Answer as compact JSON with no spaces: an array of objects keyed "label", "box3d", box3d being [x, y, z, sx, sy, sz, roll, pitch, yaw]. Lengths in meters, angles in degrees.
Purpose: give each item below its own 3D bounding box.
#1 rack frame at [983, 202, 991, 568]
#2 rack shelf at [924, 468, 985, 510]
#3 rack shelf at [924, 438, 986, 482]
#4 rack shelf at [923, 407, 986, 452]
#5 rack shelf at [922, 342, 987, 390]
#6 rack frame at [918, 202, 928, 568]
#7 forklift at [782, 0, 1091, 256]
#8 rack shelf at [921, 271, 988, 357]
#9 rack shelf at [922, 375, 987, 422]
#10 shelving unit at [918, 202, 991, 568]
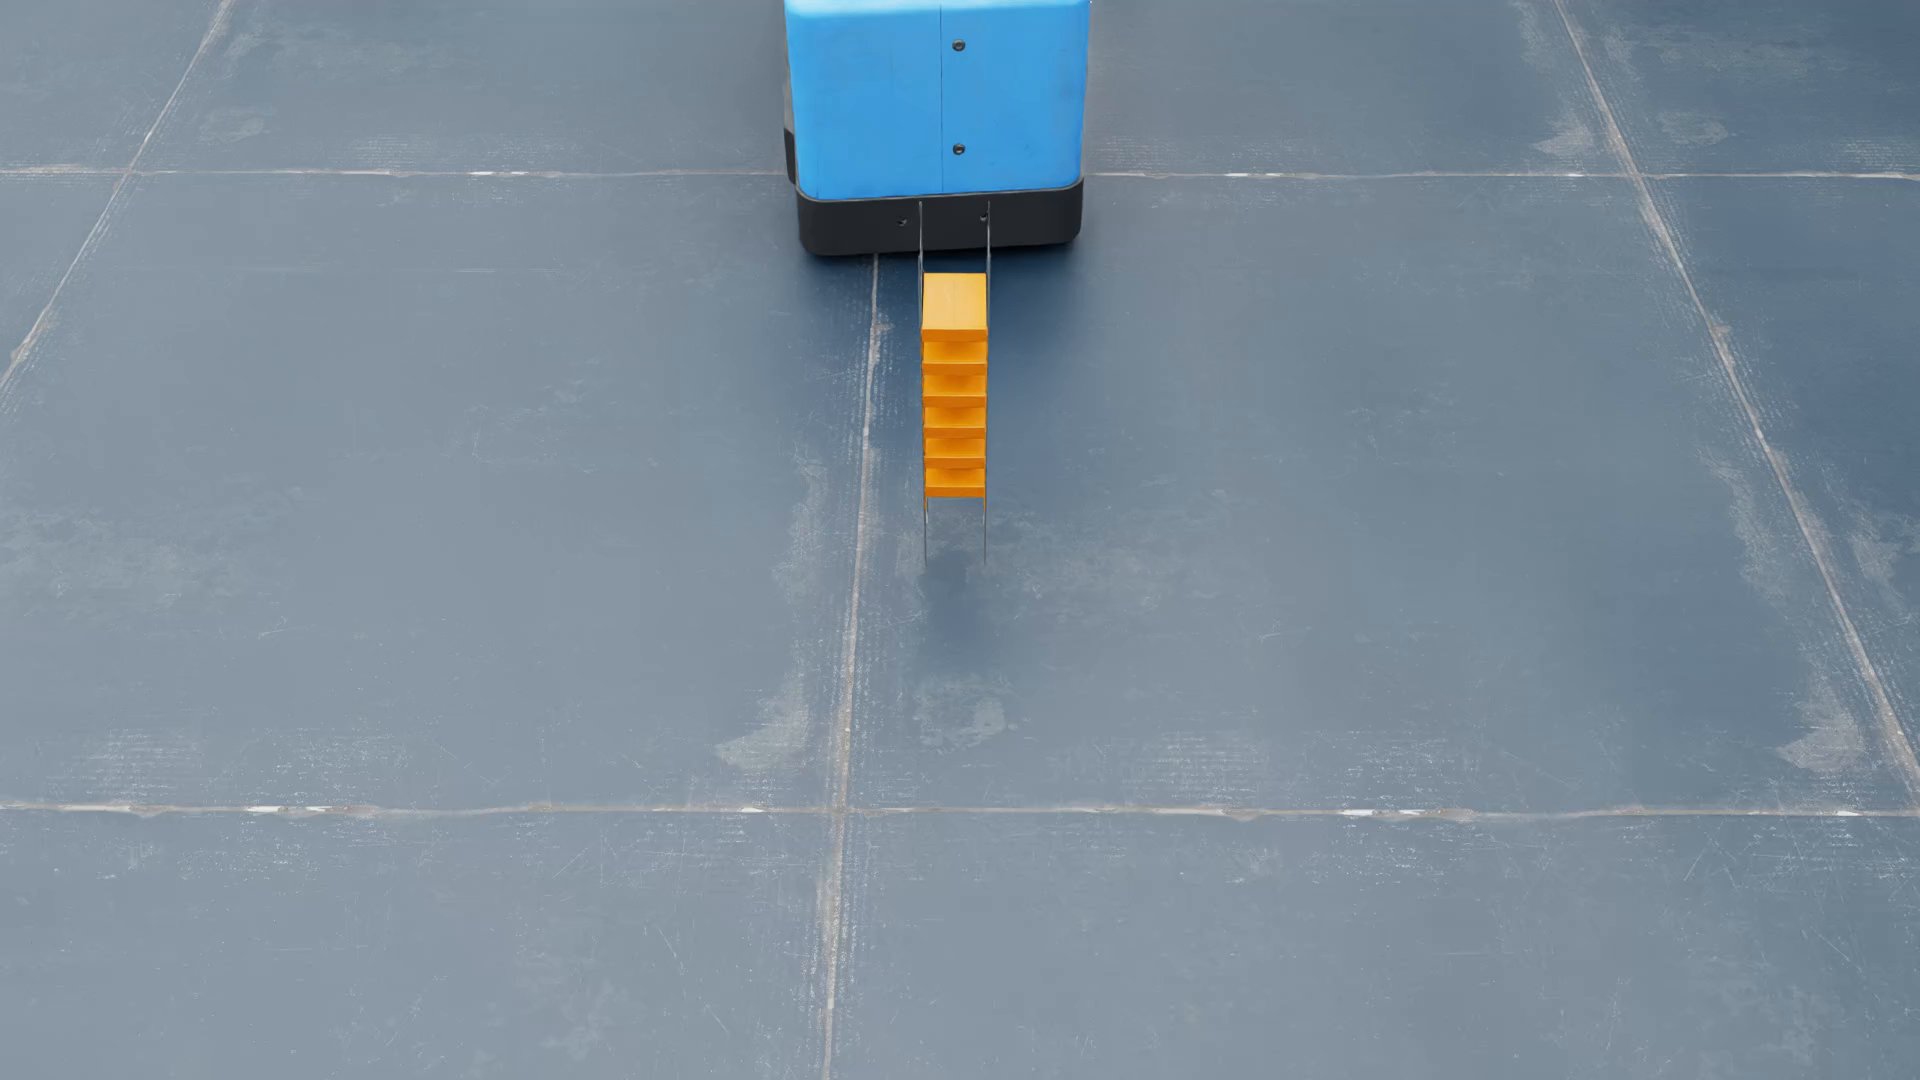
[{"label":"rack frame","box3d":[0.077,-0.409,4.811,0.006,1.200,0.240,0,47,0]},{"label":"rack shelf","box3d":[-0.014,-0.215,5.019,0.180,0.103,0.258,0,47,0]},{"label":"rack shelf","box3d":[-0.014,-0.297,4.931,0.180,0.103,0.258,0,47,0]},{"label":"rack shelf","box3d":[-0.014,-0.379,4.843,0.180,0.103,0.258,0,47,0]},{"label":"rack shelf","box3d":[-0.014,-0.542,4.668,0.180,0.103,0.258,0,47,0]},{"label":"rack frame","box3d":[-0.106,-0.409,4.811,0.006,1.200,0.240,0,47,0]},{"label":"forklift","box3d":[-0.193,-3.127,6.158,1.130,2.935,3.031,-4,47,-3]},{"label":"rack shelf","box3d":[-0.014,-0.624,4.580,0.180,0.103,0.258,0,47,0]},{"label":"rack shelf","box3d":[-0.014,-0.460,4.756,0.180,0.103,0.258,0,47,0]},{"label":"shelving unit","box3d":[-0.014,-0.409,4.811,0.189,1.200,0.258,0,47,0]}]
